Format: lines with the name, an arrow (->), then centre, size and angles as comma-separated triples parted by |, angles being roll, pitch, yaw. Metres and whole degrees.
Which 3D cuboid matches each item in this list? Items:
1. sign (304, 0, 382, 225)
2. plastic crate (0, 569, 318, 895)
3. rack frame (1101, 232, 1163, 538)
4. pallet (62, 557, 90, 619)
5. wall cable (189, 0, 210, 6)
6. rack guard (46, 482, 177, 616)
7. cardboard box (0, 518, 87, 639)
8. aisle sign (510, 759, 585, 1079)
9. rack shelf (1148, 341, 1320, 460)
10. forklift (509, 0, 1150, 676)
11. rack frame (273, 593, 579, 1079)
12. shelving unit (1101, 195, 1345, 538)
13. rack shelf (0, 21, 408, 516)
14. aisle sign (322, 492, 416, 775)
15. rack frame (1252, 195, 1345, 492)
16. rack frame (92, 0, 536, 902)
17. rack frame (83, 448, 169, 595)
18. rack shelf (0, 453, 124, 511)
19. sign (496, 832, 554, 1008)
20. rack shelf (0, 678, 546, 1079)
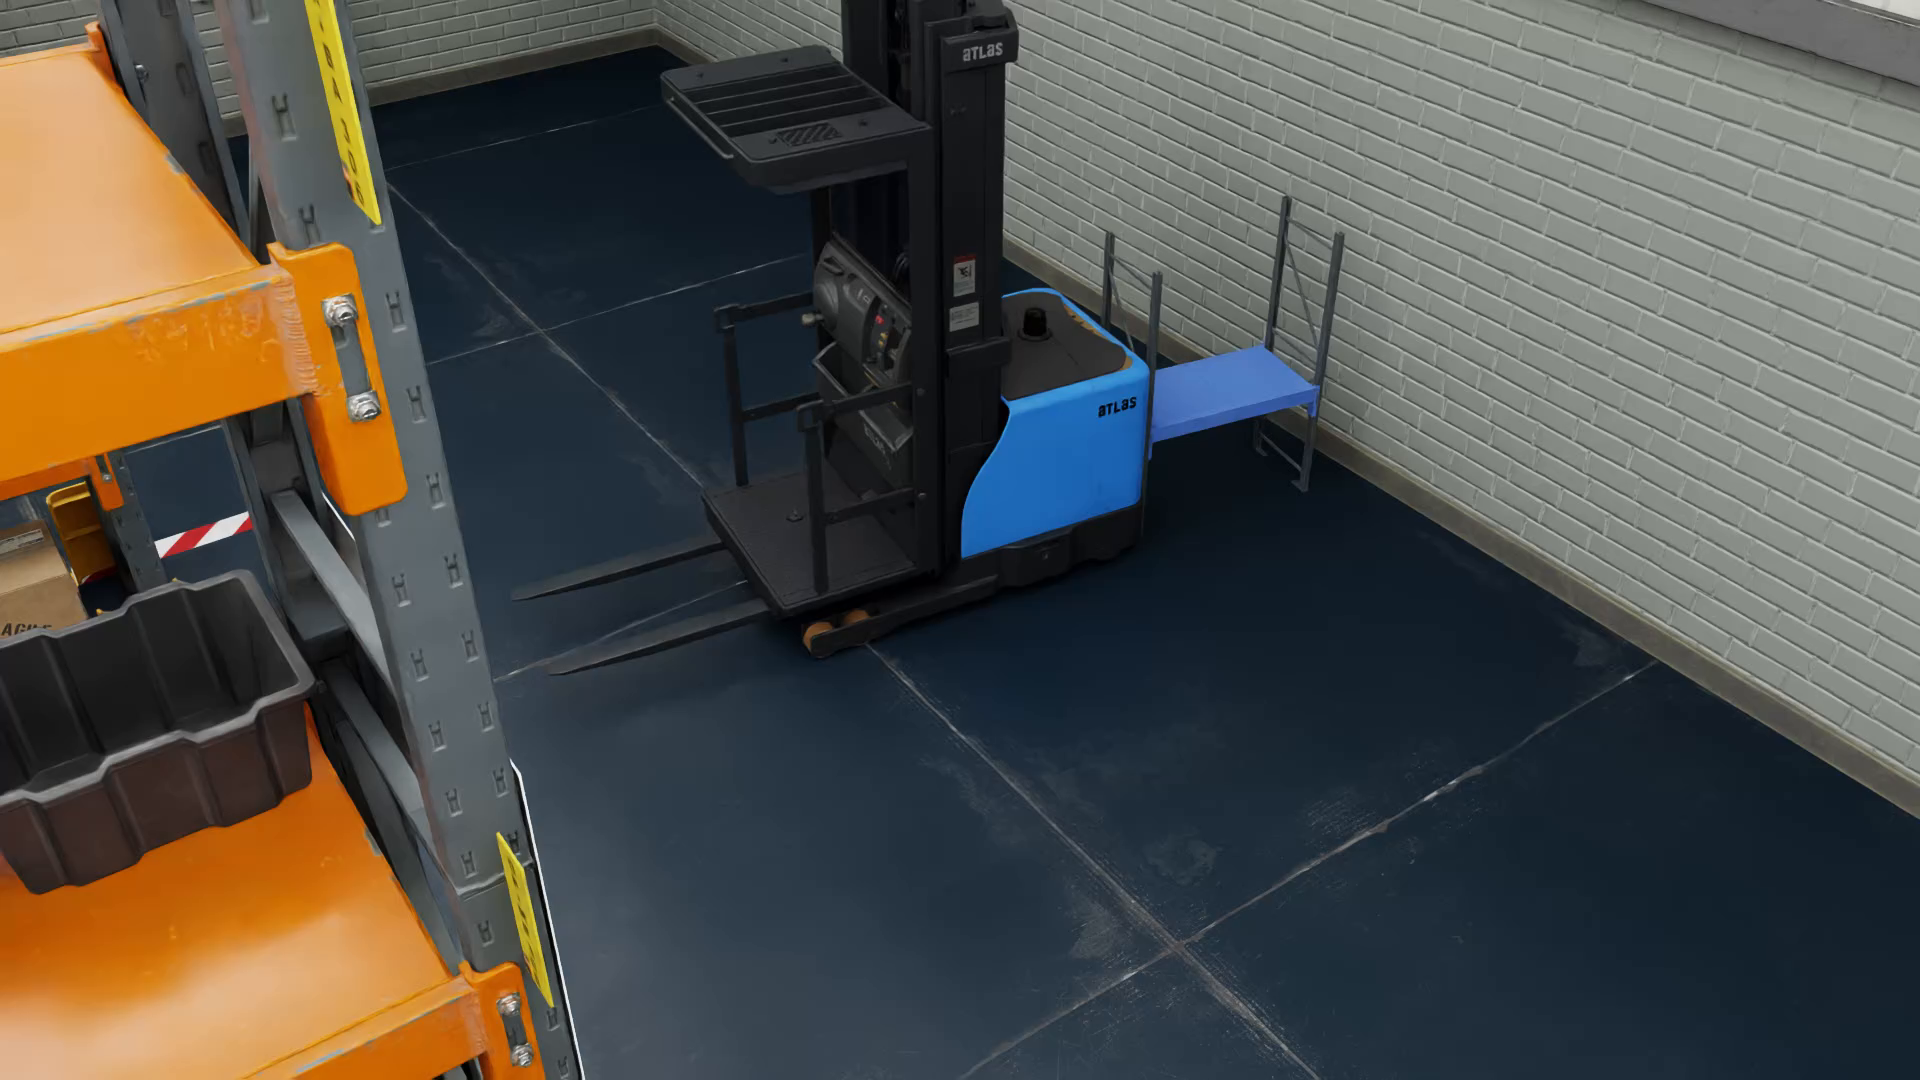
sign -> -0.696, -0.517, 1.852 | 0.005, 0.325, 0.100 | -22, 41, -28
plastic crate -> -1.501, 0.362, 3.034 | 0.590, 0.269, 0.497 | -22, 41, -28
rack frame -> 0.825, -0.754, 8.327 | 0.032, 1.500, 0.500 | -15, 38, -20
pallet -> -4.590, 0.591, 7.561 | 1.213, 0.211, 1.003 | -22, 41, -28
wall cable -> -6.232, -4.493, 11.371 | 1.851, 1.984, 0.084 | -22, 41, -28
rack guard -> -3.939, 0.205, 7.850 | 0.348, 0.500, 1.175 | -22, 41, -28
cardboard box -> -4.179, 0.301, 7.339 | 0.500, 0.500, 0.500 | -22, 41, -28
aisle sign -> -0.799, 0.590, 2.947 | 0.004, 0.787, 0.394 | -22, 41, -28
rack shelf -> 1.287, -0.731, 8.604 | 1.000, 0.185, 0.538 | -15, 38, -20
forklift -> -0.628, -0.993, 7.433 | 3.031, 2.935, 1.130 | -17, 39, -22
rack frame -> -1.026, 1.530, 3.867 | 0.127, 3.000, 1.000 | -22, 41, -28
shelving unit -> 1.287, -0.877, 8.499 | 1.048, 1.500, 0.538 | -15, 38, -20
rack shelf -> -2.661, 0.222, 1.507 | 4.000, 0.370, 1.077 | -22, 41, -28
aisle sign -> -1.139, 0.309, 3.339 | 0.004, 0.787, 0.394 | -22, 41, -28
rack frame -> 1.749, -1.001, 8.671 | 0.032, 1.500, 0.500 | -15, 38, -20
rack frame -> -1.026, -0.905, 2.115 | 0.127, 3.000, 1.000 | -22, 41, -28
rack frame -> -3.877, -0.835, 7.156 | 0.127, 3.000, 1.000 | -22, 41, -28
rack shelf -> -5.511, 0.130, 6.430 | 4.000, 0.370, 1.077 | -22, 41, -28
sign -> -0.696, 0.612, 2.664 | 0.005, 0.325, 0.100 | -22, 41, -28
rack shelf -> -2.661, 1.277, 2.266 | 4.000, 0.370, 1.077 | -22, 41, -28
